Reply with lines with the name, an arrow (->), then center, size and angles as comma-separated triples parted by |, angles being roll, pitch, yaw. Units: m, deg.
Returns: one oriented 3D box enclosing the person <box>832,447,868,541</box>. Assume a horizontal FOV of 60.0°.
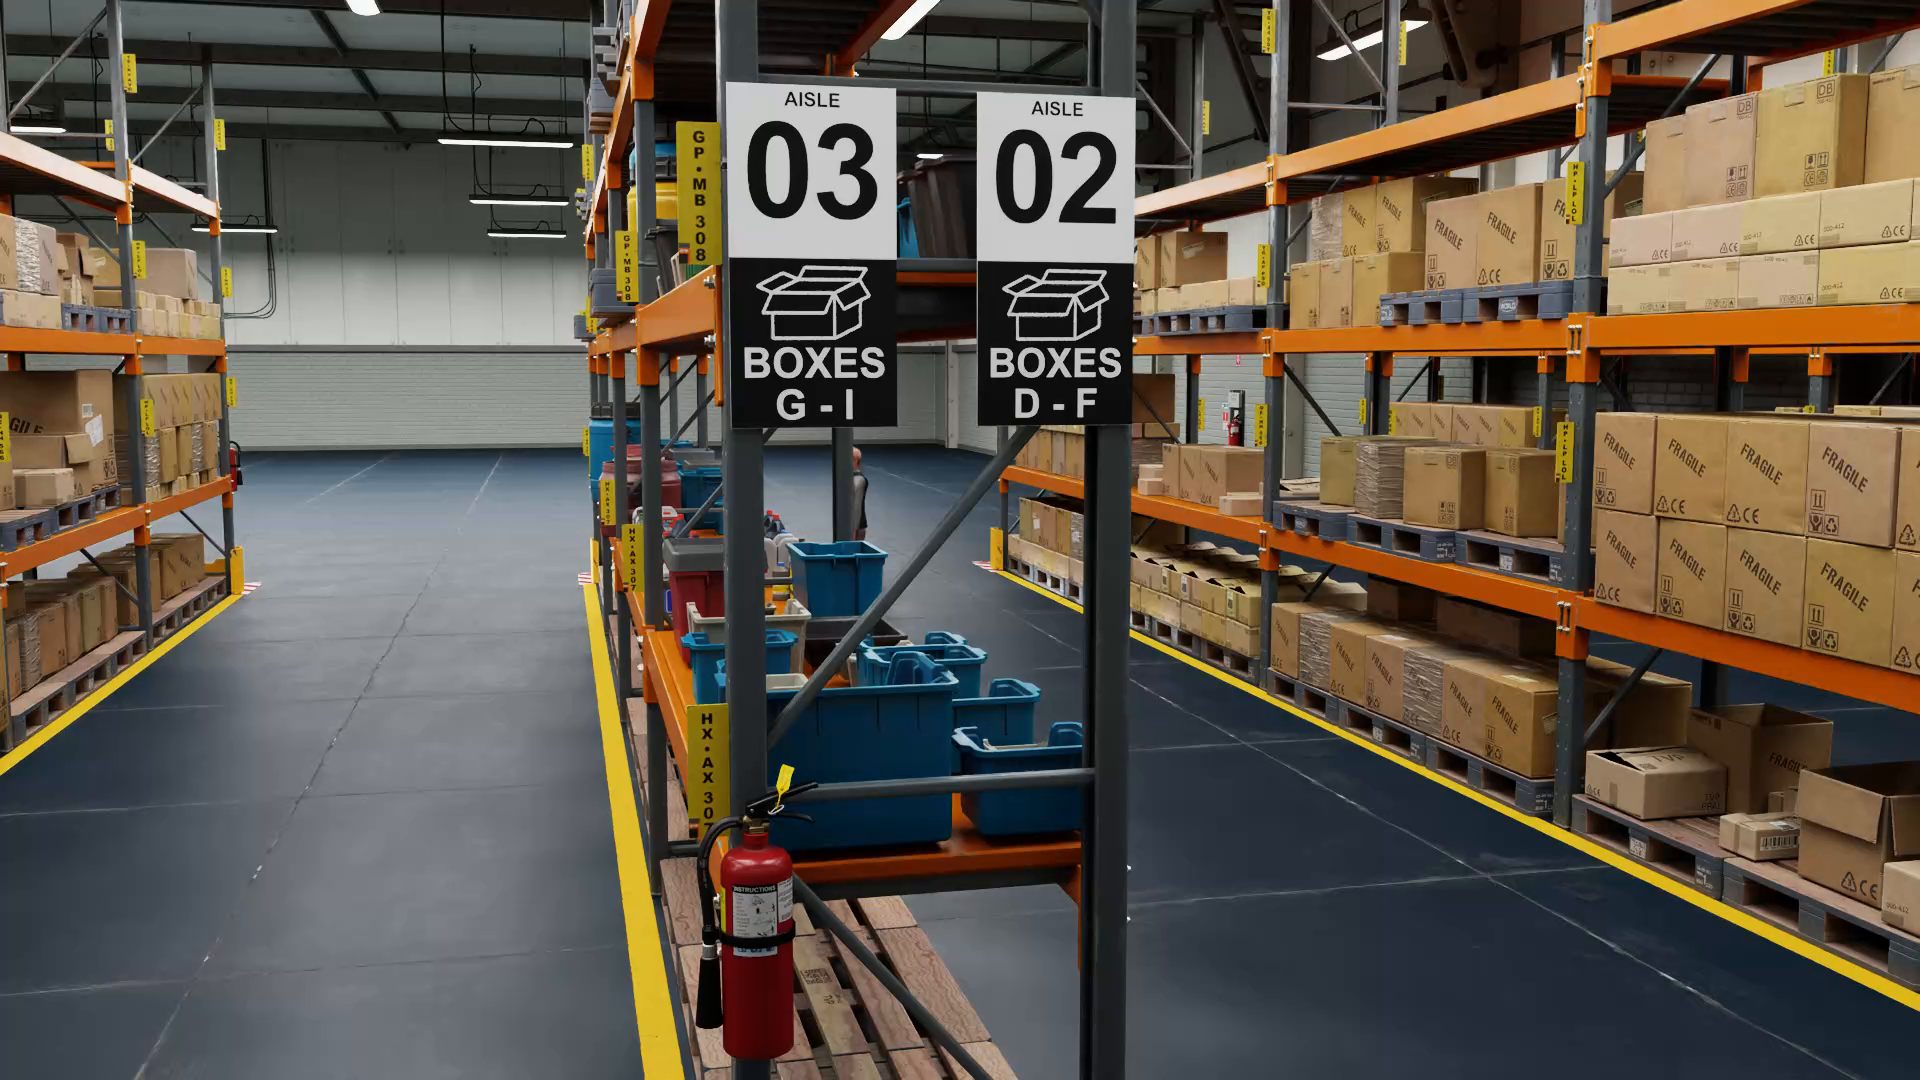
person -> -1.119, -0.080, 16.840 | 0.358, 1.716, 0.531 | -1, 6, -12
